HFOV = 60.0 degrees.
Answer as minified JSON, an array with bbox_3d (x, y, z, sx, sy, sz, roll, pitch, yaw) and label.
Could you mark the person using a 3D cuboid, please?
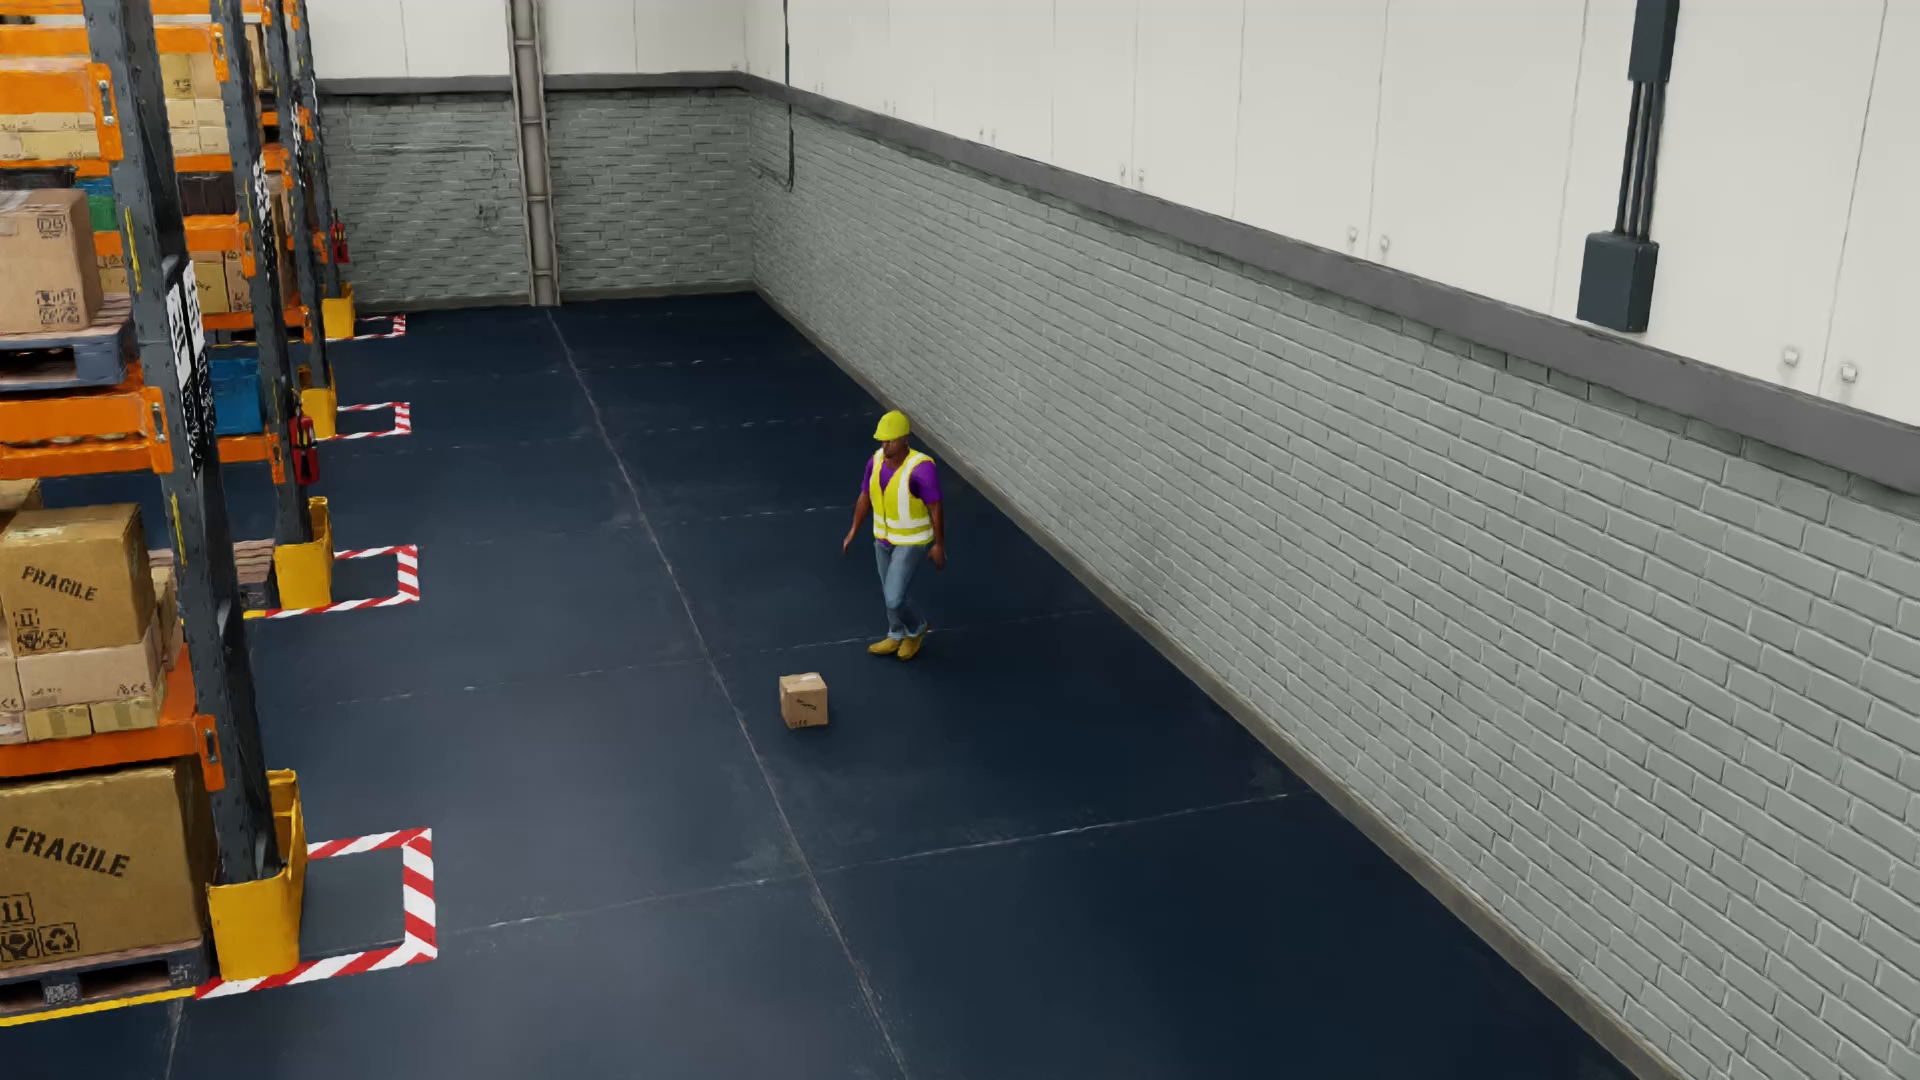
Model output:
[{"bbox_3d":[-0.410,-0.009,11.001,0.728,1.758,0.471,17,25,40],"label":"person"}]
